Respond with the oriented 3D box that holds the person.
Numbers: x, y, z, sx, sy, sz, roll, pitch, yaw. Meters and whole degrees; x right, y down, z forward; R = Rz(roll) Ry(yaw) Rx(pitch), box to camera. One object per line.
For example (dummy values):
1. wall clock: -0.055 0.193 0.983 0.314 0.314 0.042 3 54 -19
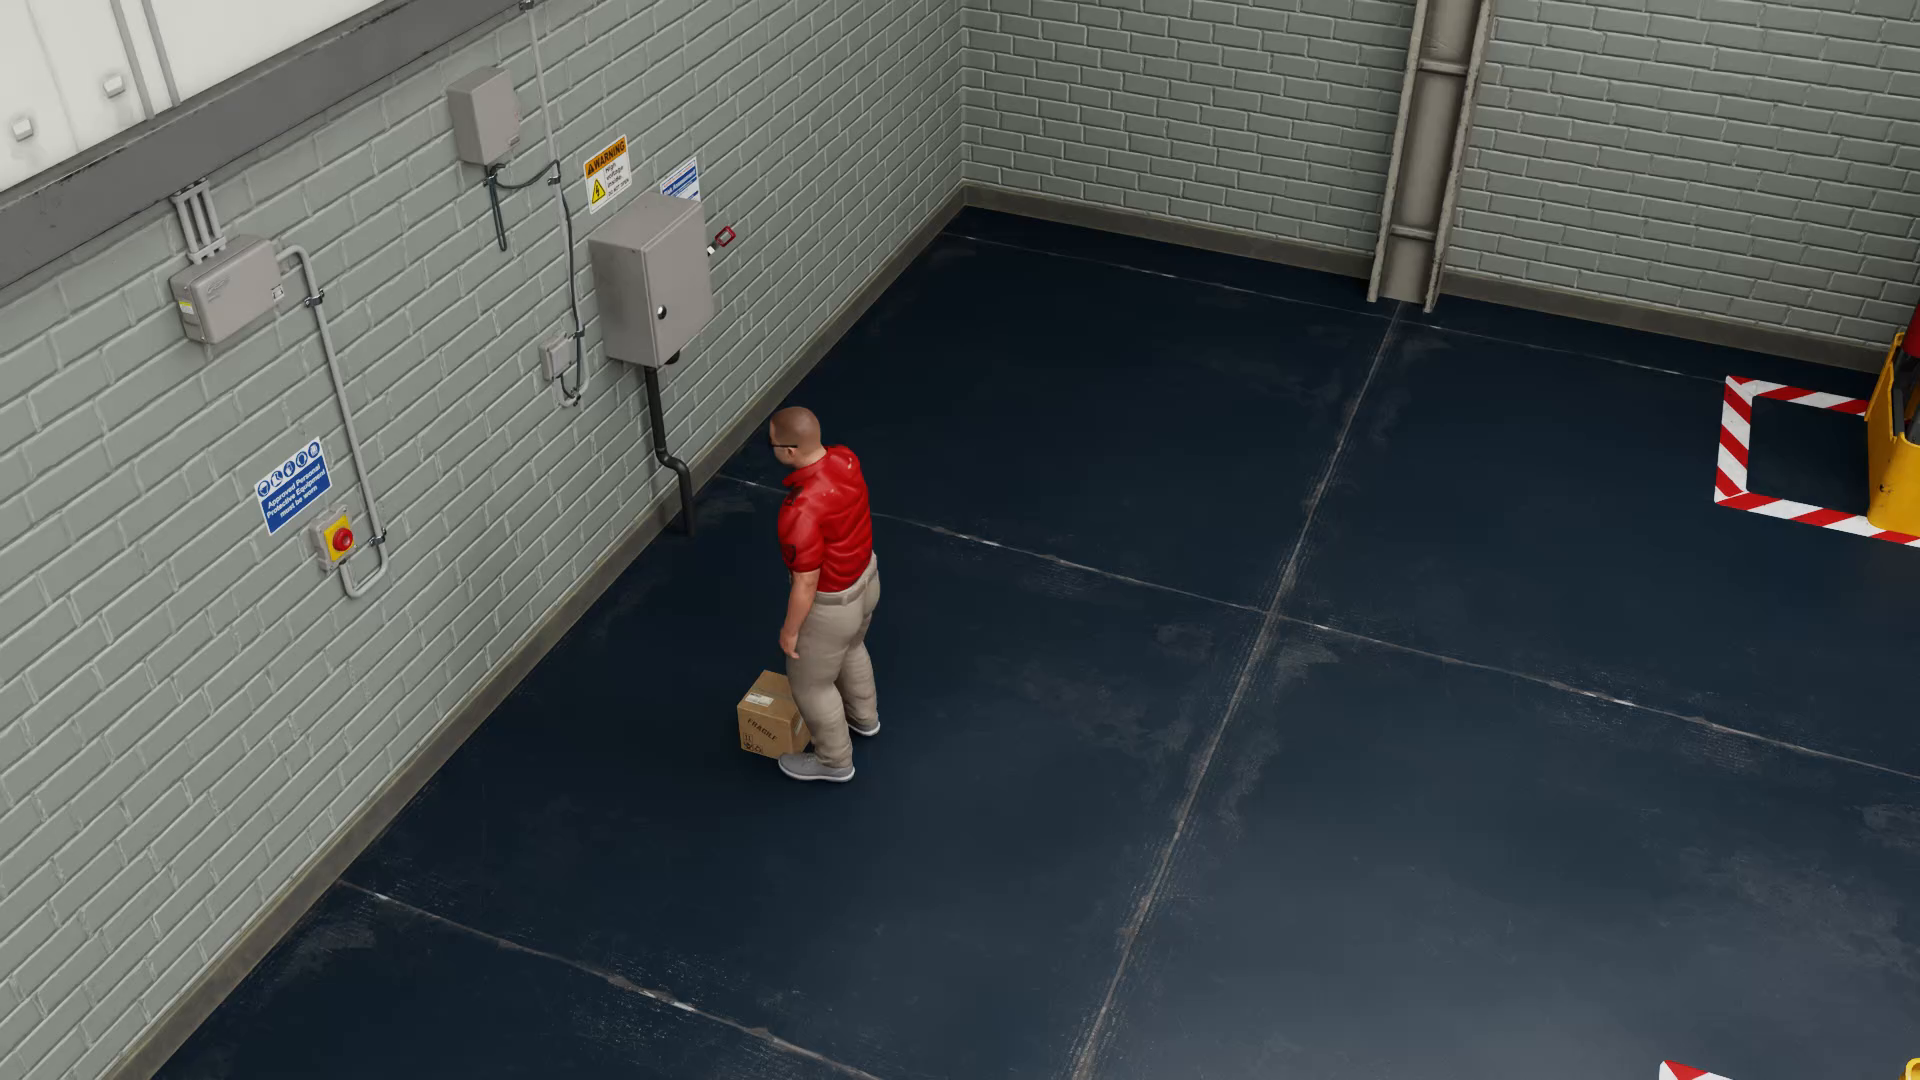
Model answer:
1. person: -0.534 0.252 6.573 0.389 1.638 0.587 14 39 17
